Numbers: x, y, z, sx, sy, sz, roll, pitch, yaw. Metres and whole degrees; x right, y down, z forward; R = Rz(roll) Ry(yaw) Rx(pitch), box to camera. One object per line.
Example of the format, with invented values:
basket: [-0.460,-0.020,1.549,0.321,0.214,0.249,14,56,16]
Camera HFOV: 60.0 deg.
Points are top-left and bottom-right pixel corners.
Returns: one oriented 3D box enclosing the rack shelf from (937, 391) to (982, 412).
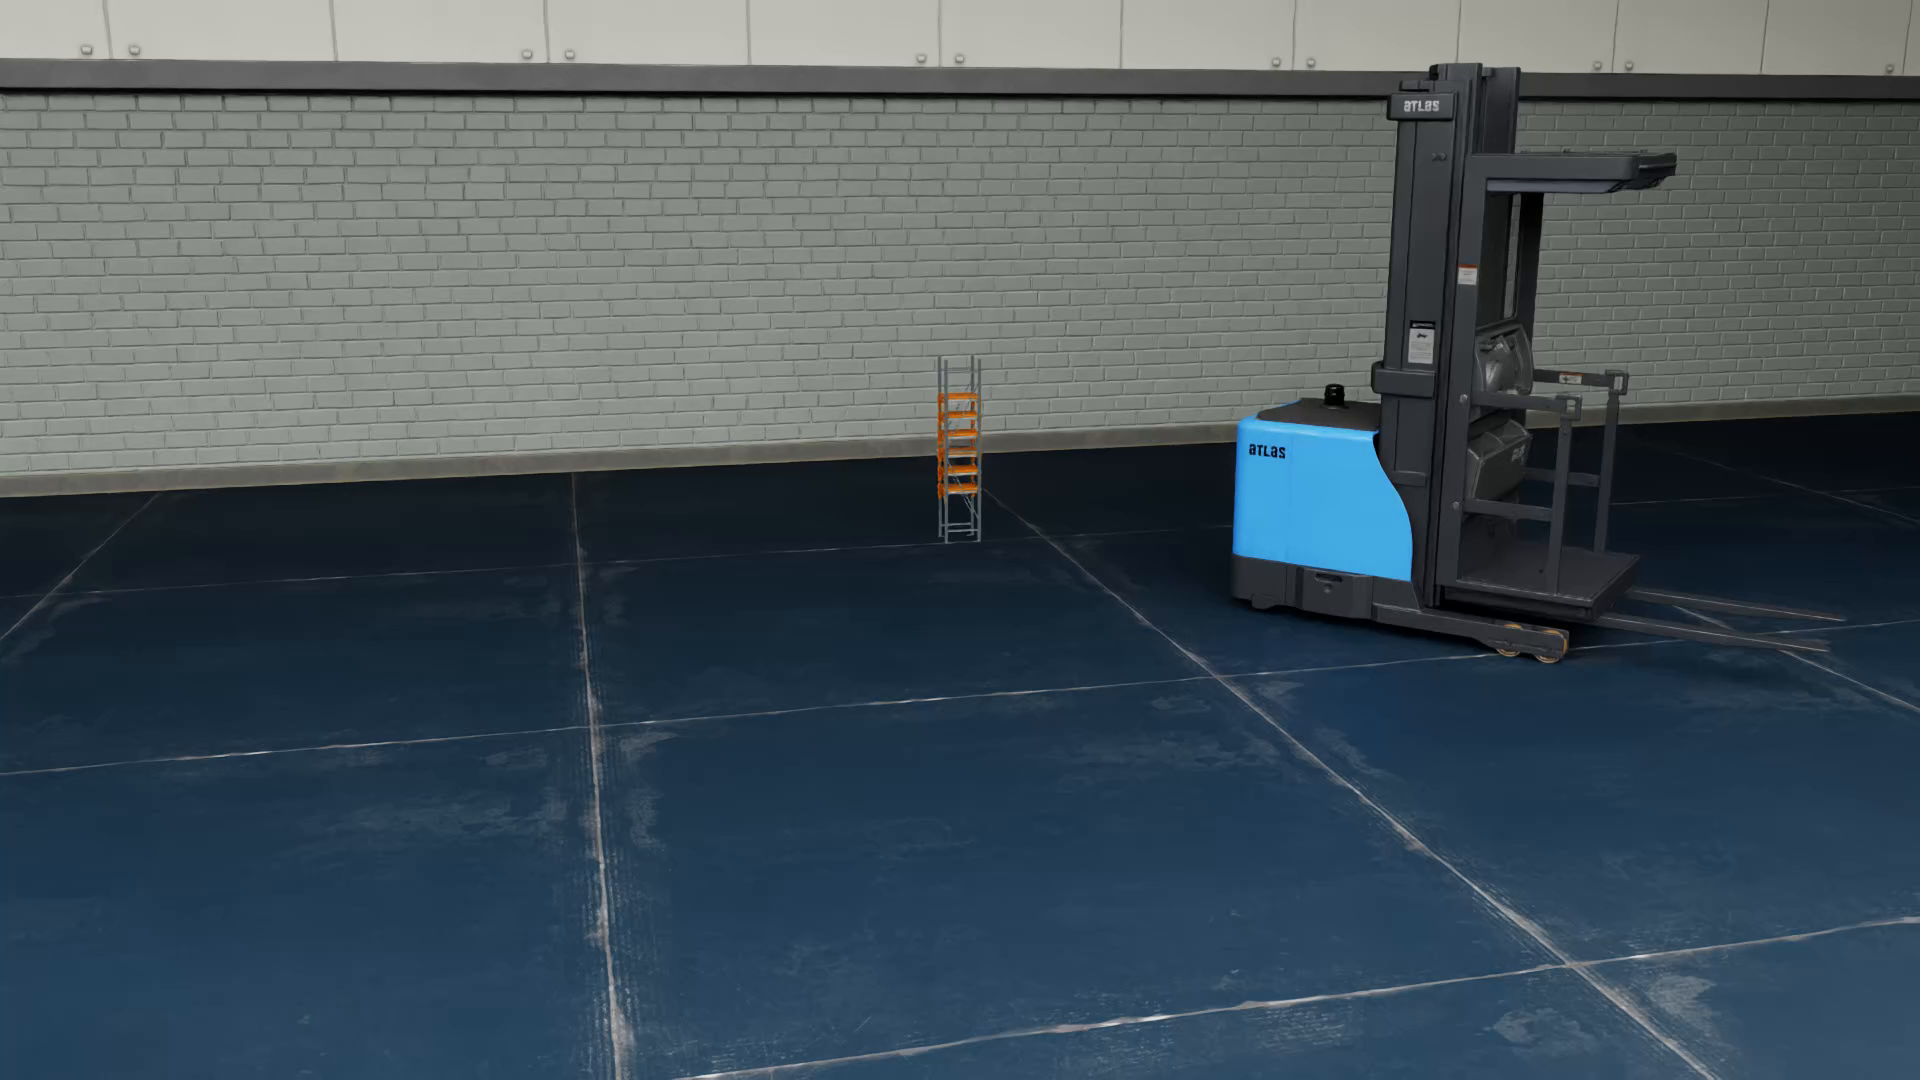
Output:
rack shelf: [-0.003,-0.893,10.723,0.258,0.103,0.180,-3,14,-13]

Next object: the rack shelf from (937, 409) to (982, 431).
rack shelf: [-0.003,-0.776,10.752,0.258,0.103,0.180,-3,14,-13]

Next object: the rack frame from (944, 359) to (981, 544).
rack frame: [0.018,-0.565,10.712,0.240,1.200,0.006,-3,14,-13]

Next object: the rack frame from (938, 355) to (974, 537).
rack frame: [-0.025,-0.607,10.885,0.240,1.200,0.006,-3,14,-13]

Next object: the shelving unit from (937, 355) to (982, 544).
shelving unit: [-0.003,-0.586,10.798,0.258,1.200,0.189,-3,14,-13]

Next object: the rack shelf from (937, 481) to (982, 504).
rack shelf: [-0.003,-0.310,10.866,0.258,0.103,0.180,-3,14,-13]

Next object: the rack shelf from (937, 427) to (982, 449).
rack shelf: [-0.003,-0.660,10.780,0.258,0.103,0.180,-3,14,-13]

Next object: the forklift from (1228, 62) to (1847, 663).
forklift: [3.022,-0.946,8.624,3.031,2.935,1.130,9,16,33]

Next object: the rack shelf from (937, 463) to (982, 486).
rack shelf: [-0.003,-0.426,10.837,0.258,0.103,0.180,-3,14,-13]

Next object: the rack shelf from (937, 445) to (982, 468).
rack shelf: [-0.003,-0.543,10.809,0.258,0.103,0.180,-3,14,-13]
